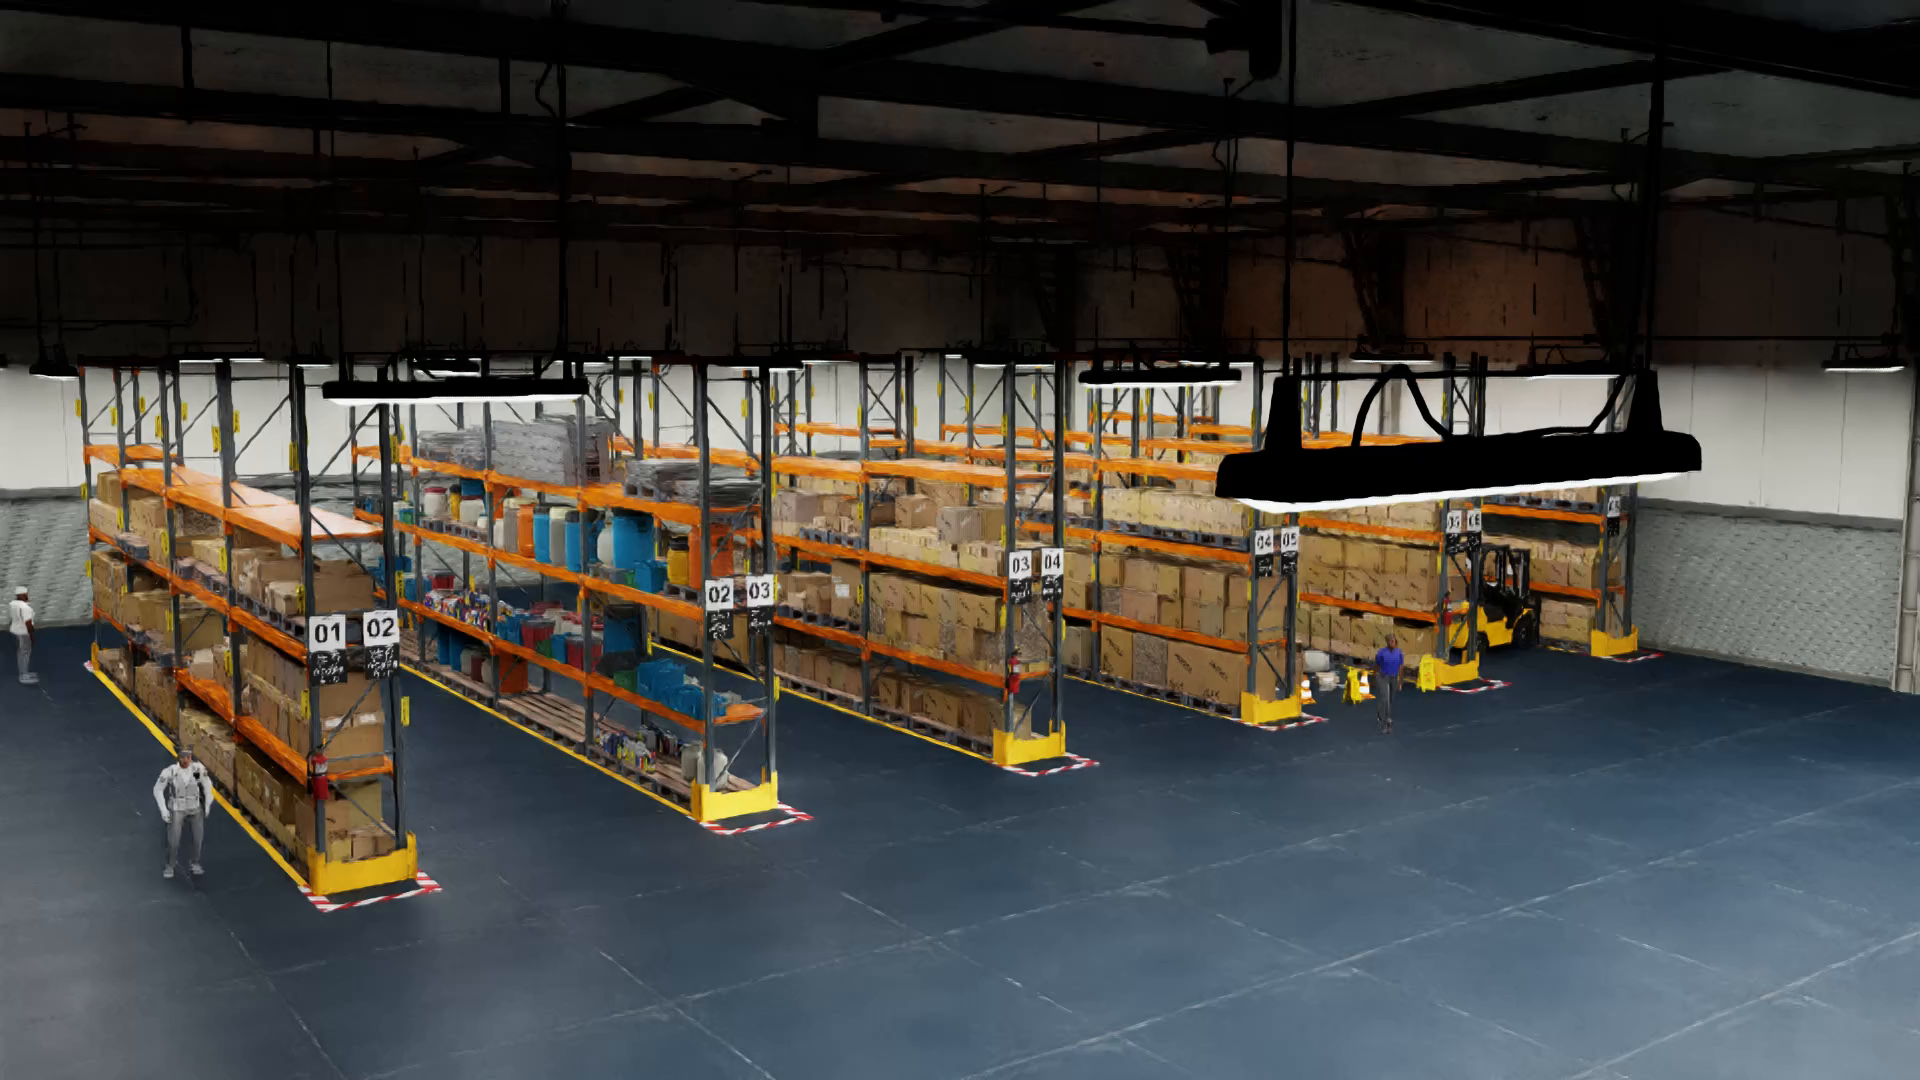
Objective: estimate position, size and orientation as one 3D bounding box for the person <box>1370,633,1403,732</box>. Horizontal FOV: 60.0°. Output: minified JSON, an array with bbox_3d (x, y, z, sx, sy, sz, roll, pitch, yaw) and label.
[{"bbox_3d":[6.940,2.274,26.971,0.498,1.598,0.944,-2,7,-13],"label":"person"}]

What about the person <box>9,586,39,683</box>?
[{"bbox_3d":[-17.245,1.716,30.692,0.642,1.766,0.469,5,8,34],"label":"person"}]

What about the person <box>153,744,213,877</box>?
[{"bbox_3d":[-9.136,3.162,19.590,0.639,1.632,0.506,-5,9,-36],"label":"person"}]
